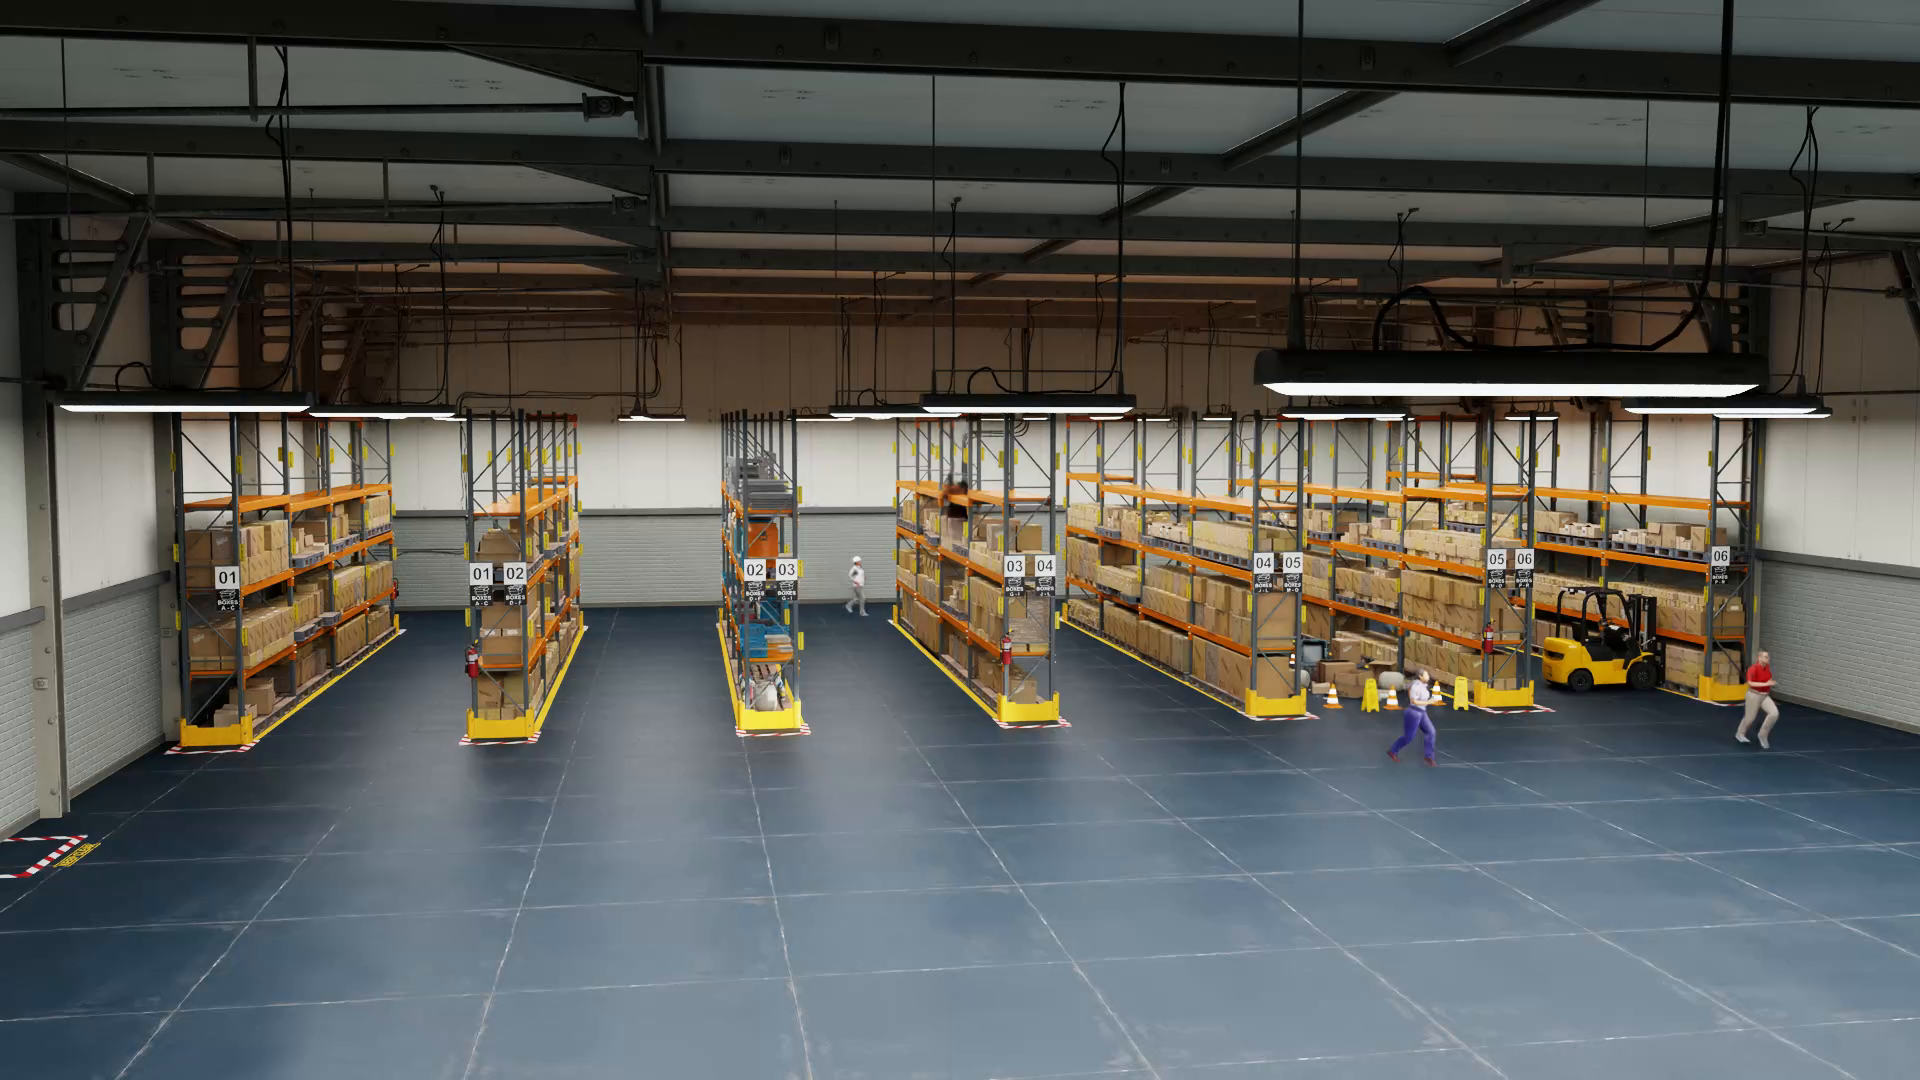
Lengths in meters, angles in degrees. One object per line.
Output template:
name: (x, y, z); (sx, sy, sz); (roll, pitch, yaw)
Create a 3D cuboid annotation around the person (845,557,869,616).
person: (-3.089, 1.382, 49.639); (0.803, 1.775, 0.643); (1, 4, 14)

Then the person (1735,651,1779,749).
person: (14.136, 2.824, 29.432); (0.689, 1.750, 0.826); (-2, 4, -25)

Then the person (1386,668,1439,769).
person: (7.580, 2.975, 27.821); (0.877, 1.694, 0.627); (2, 5, 30)

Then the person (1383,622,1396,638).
person: (11.319, 1.832, 43.435); (0.686, 1.722, 0.589); (-1, 4, -7)
